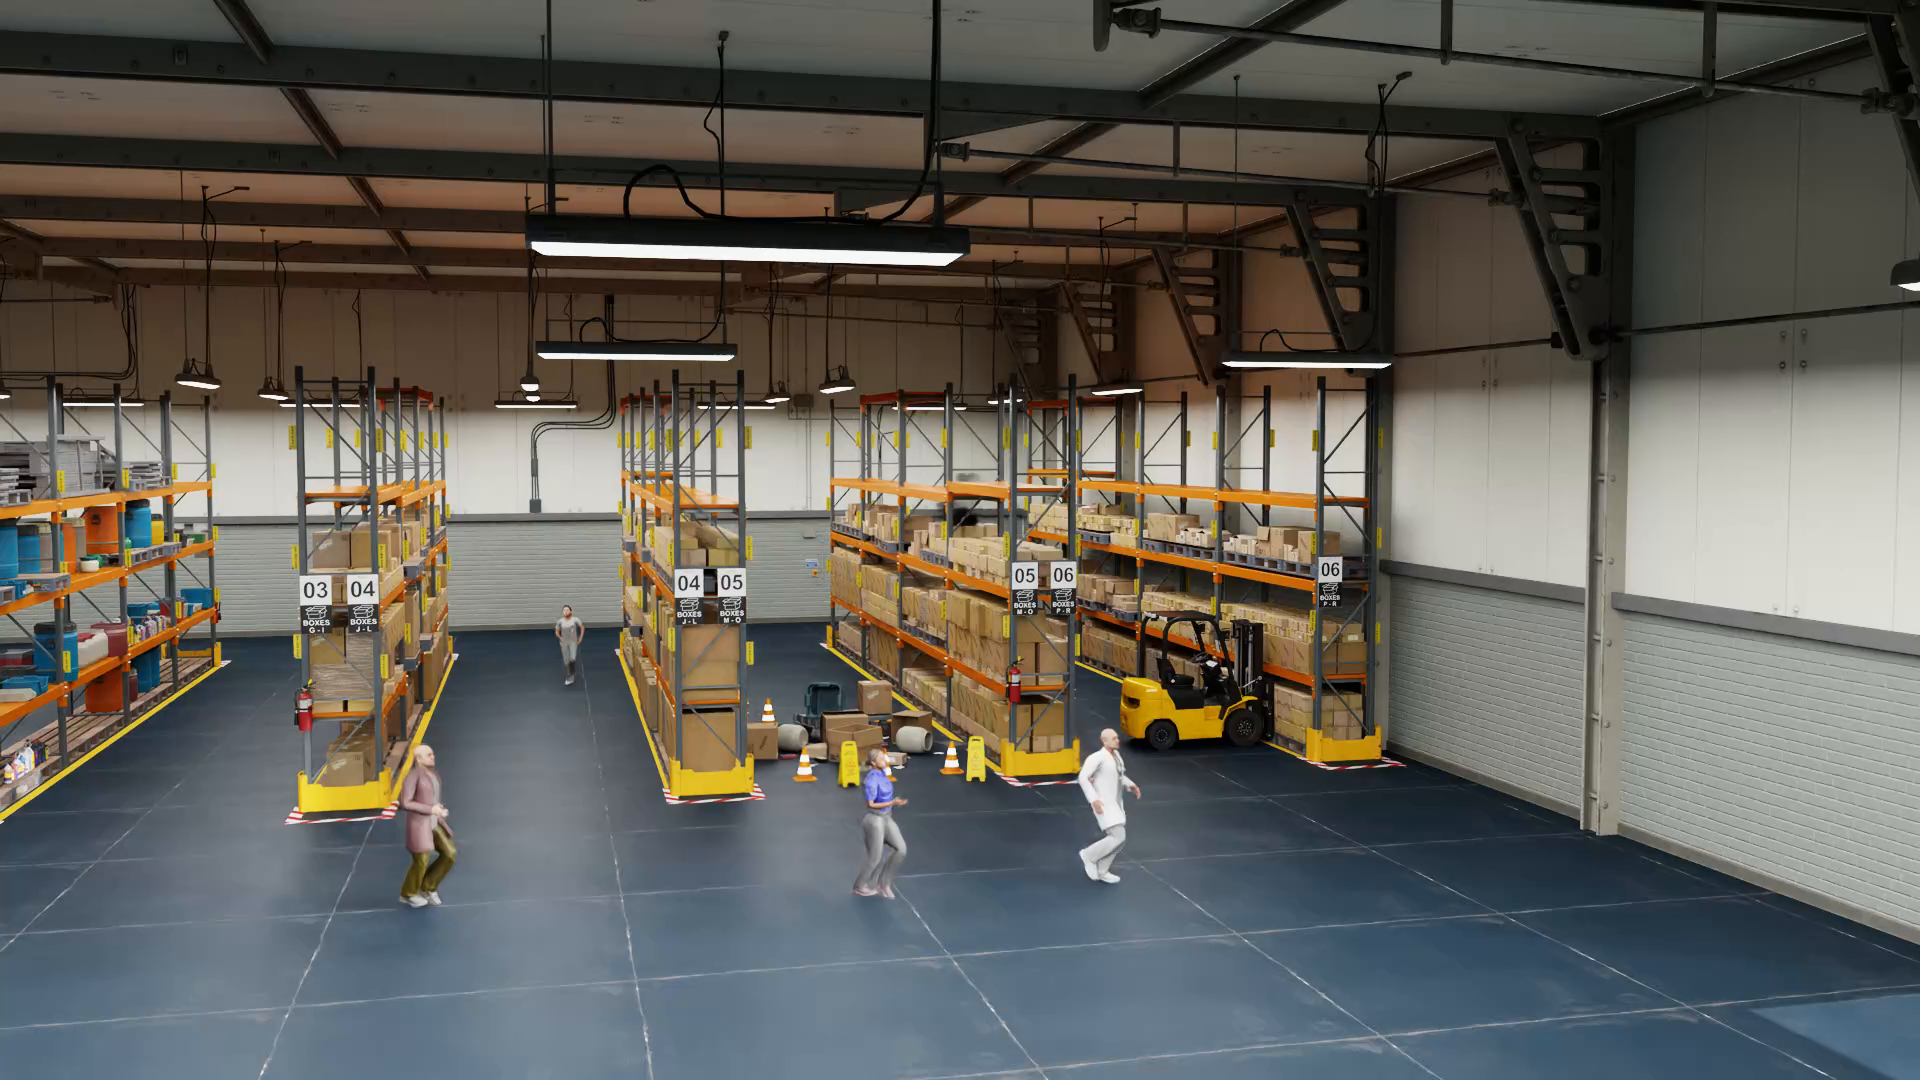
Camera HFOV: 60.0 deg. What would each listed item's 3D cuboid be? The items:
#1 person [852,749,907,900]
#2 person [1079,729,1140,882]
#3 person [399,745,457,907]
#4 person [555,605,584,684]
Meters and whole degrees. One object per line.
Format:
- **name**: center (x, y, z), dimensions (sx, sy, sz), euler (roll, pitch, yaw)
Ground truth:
- **person**: center (-0.853, 3.113, 18.092), dimensions (0.667, 1.672, 0.558), euler (1, 4, 21)
- **person**: center (1.701, 3.050, 18.835), dimensions (0.629, 1.660, 0.719), euler (2, 4, 30)
- **person**: center (-5.692, 3.171, 17.752), dimensions (0.732, 1.580, 0.703), euler (1, 4, 19)
- **person**: center (-8.010, 2.149, 34.089), dimensions (0.578, 1.625, 0.591), euler (0, 3, -7)
